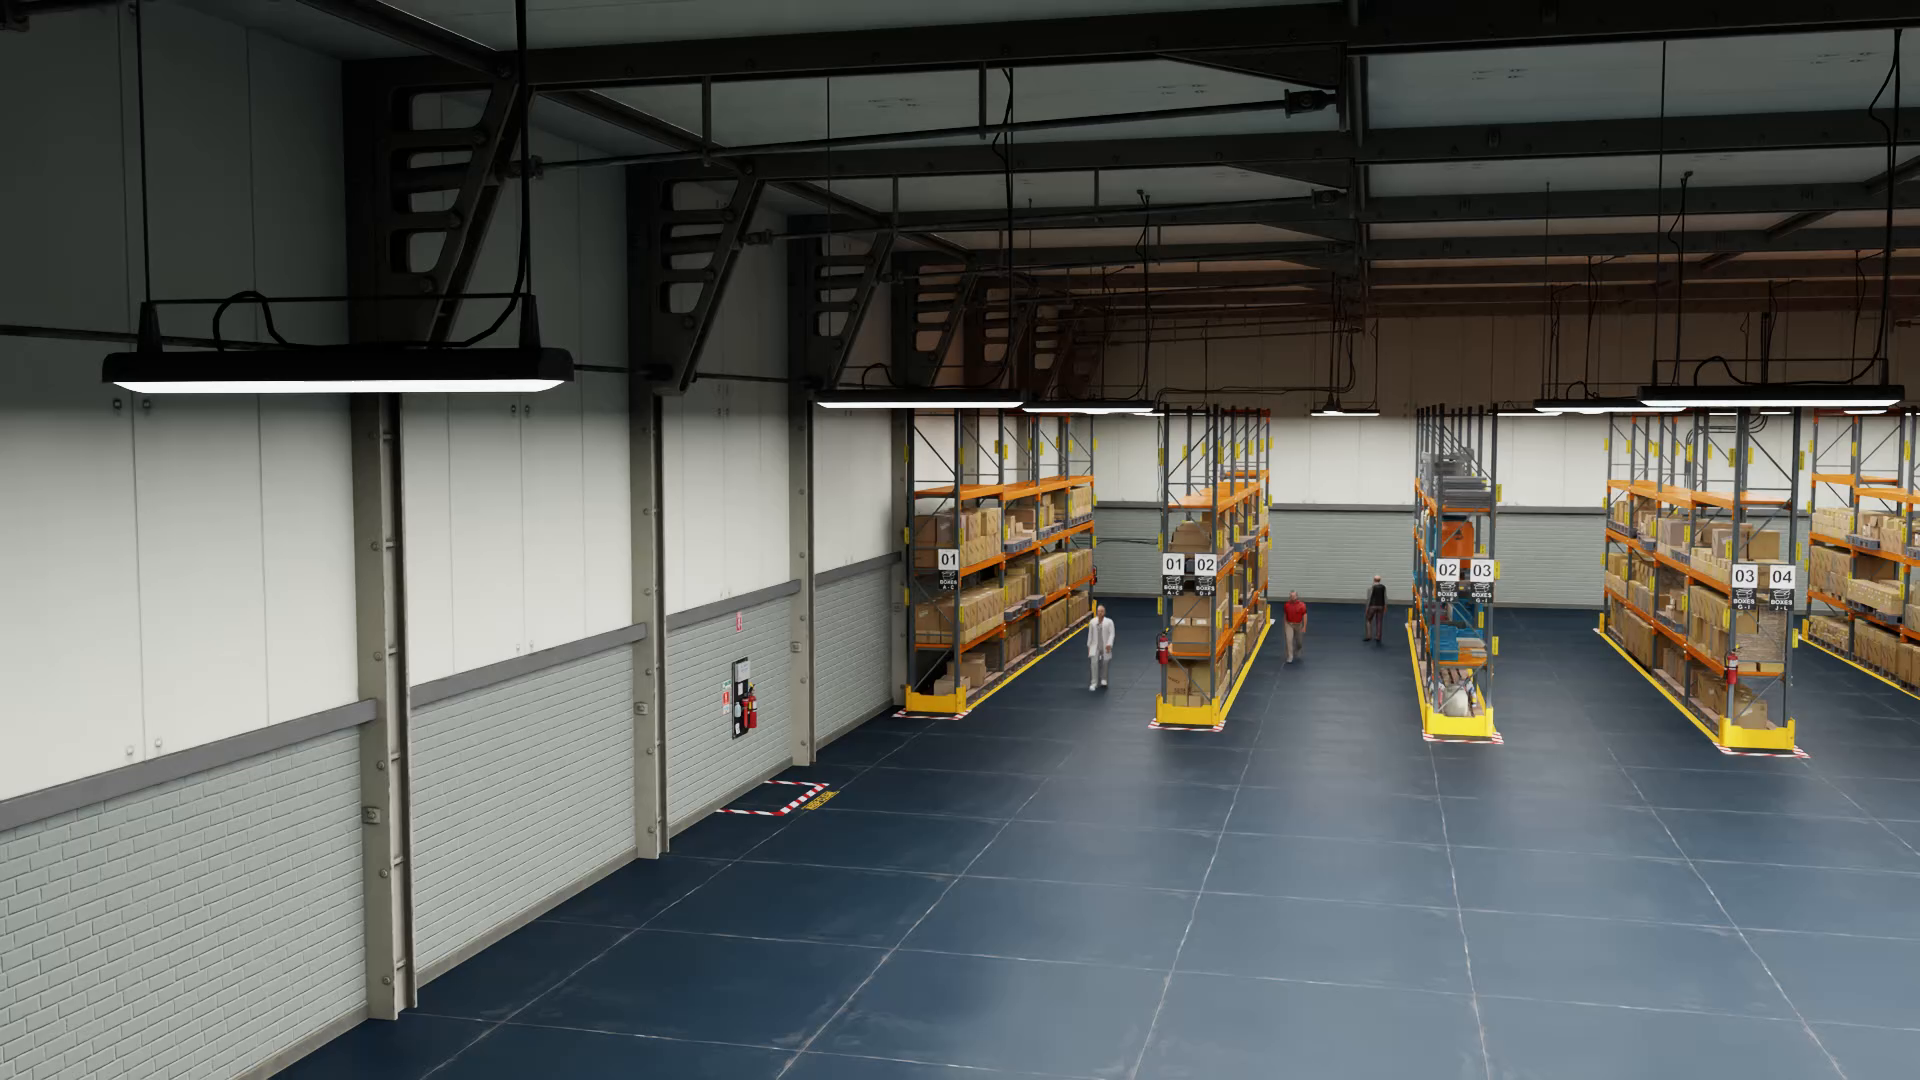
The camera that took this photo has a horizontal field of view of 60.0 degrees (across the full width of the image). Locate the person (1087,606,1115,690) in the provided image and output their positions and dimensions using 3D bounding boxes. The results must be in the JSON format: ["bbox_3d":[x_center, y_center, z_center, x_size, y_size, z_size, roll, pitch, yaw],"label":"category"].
[{"bbox_3d":[2.984,2.271,35.202,0.589,1.715,1.114,0,4,5],"label":"person"}]

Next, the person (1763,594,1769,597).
[{"bbox_3d":[21.956,1.508,45.768,0.583,1.725,1.005,2,5,23],"label":"person"}]

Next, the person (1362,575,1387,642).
[{"bbox_3d":[10.694,1.771,42.743,0.610,1.766,0.413,-1,4,-11],"label":"person"}]

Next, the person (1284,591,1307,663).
[{"bbox_3d":[7.896,2.023,39.126,0.528,1.675,0.951,1,4,12],"label":"person"}]
